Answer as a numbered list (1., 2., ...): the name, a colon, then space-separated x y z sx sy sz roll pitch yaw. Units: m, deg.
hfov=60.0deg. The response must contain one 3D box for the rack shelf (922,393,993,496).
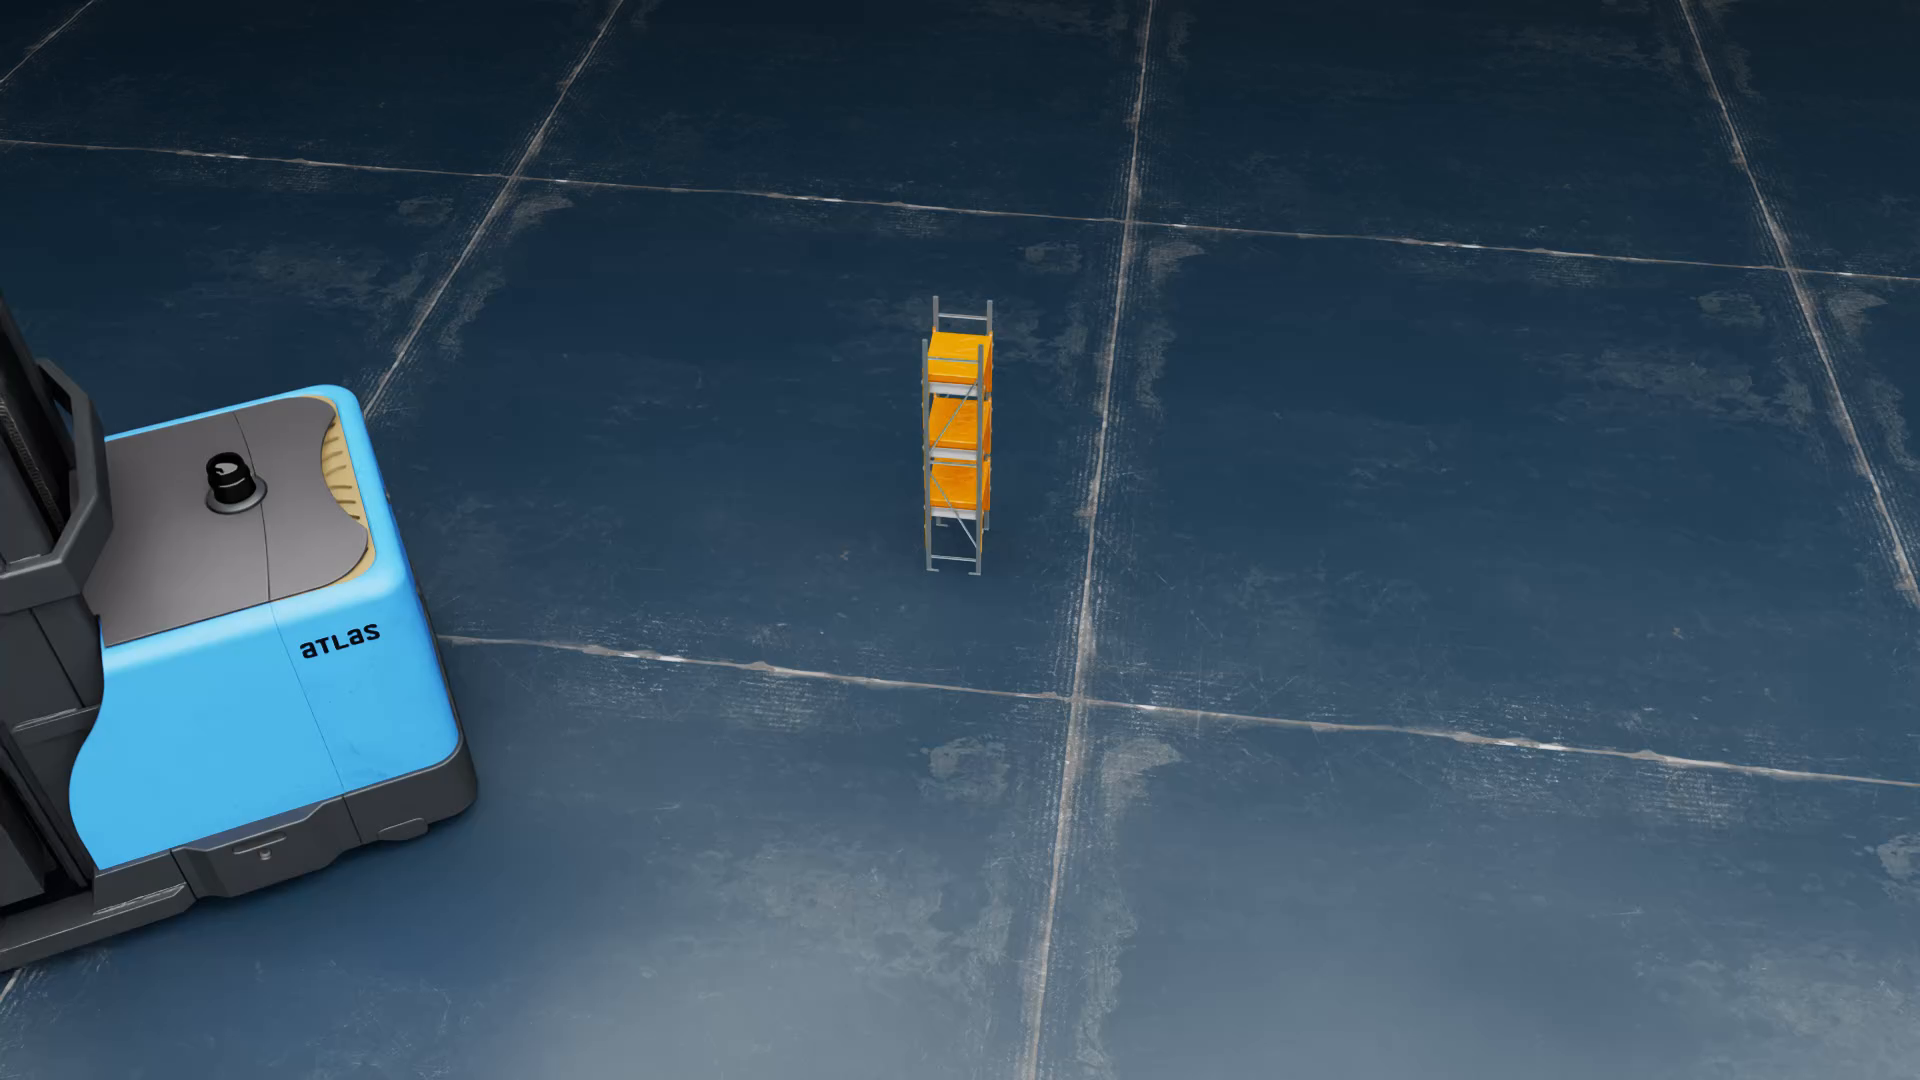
1. rack shelf: -0.007 -0.337 5.858 0.215 0.259 0.240 5 44 6

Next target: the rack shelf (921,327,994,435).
1. rack shelf: -0.007 -0.543 5.663 0.215 0.259 0.240 5 44 6

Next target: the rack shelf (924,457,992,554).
1. rack shelf: -0.007 -0.135 6.049 0.215 0.259 0.240 5 44 6

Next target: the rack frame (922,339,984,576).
1. rack frame: -0.023 -0.262 5.763 0.200 1.050 0.008 5 44 6

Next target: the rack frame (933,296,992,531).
1. rack frame: 0.009 -0.428 5.938 0.200 1.050 0.008 5 44 6

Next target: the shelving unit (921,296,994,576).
1. shelving unit: -0.007 -0.345 5.851 0.215 1.050 0.252 5 44 6

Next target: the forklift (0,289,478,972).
1. forklift: -3.100 -0.081 4.204 3.031 2.935 1.130 -17 46 -17
